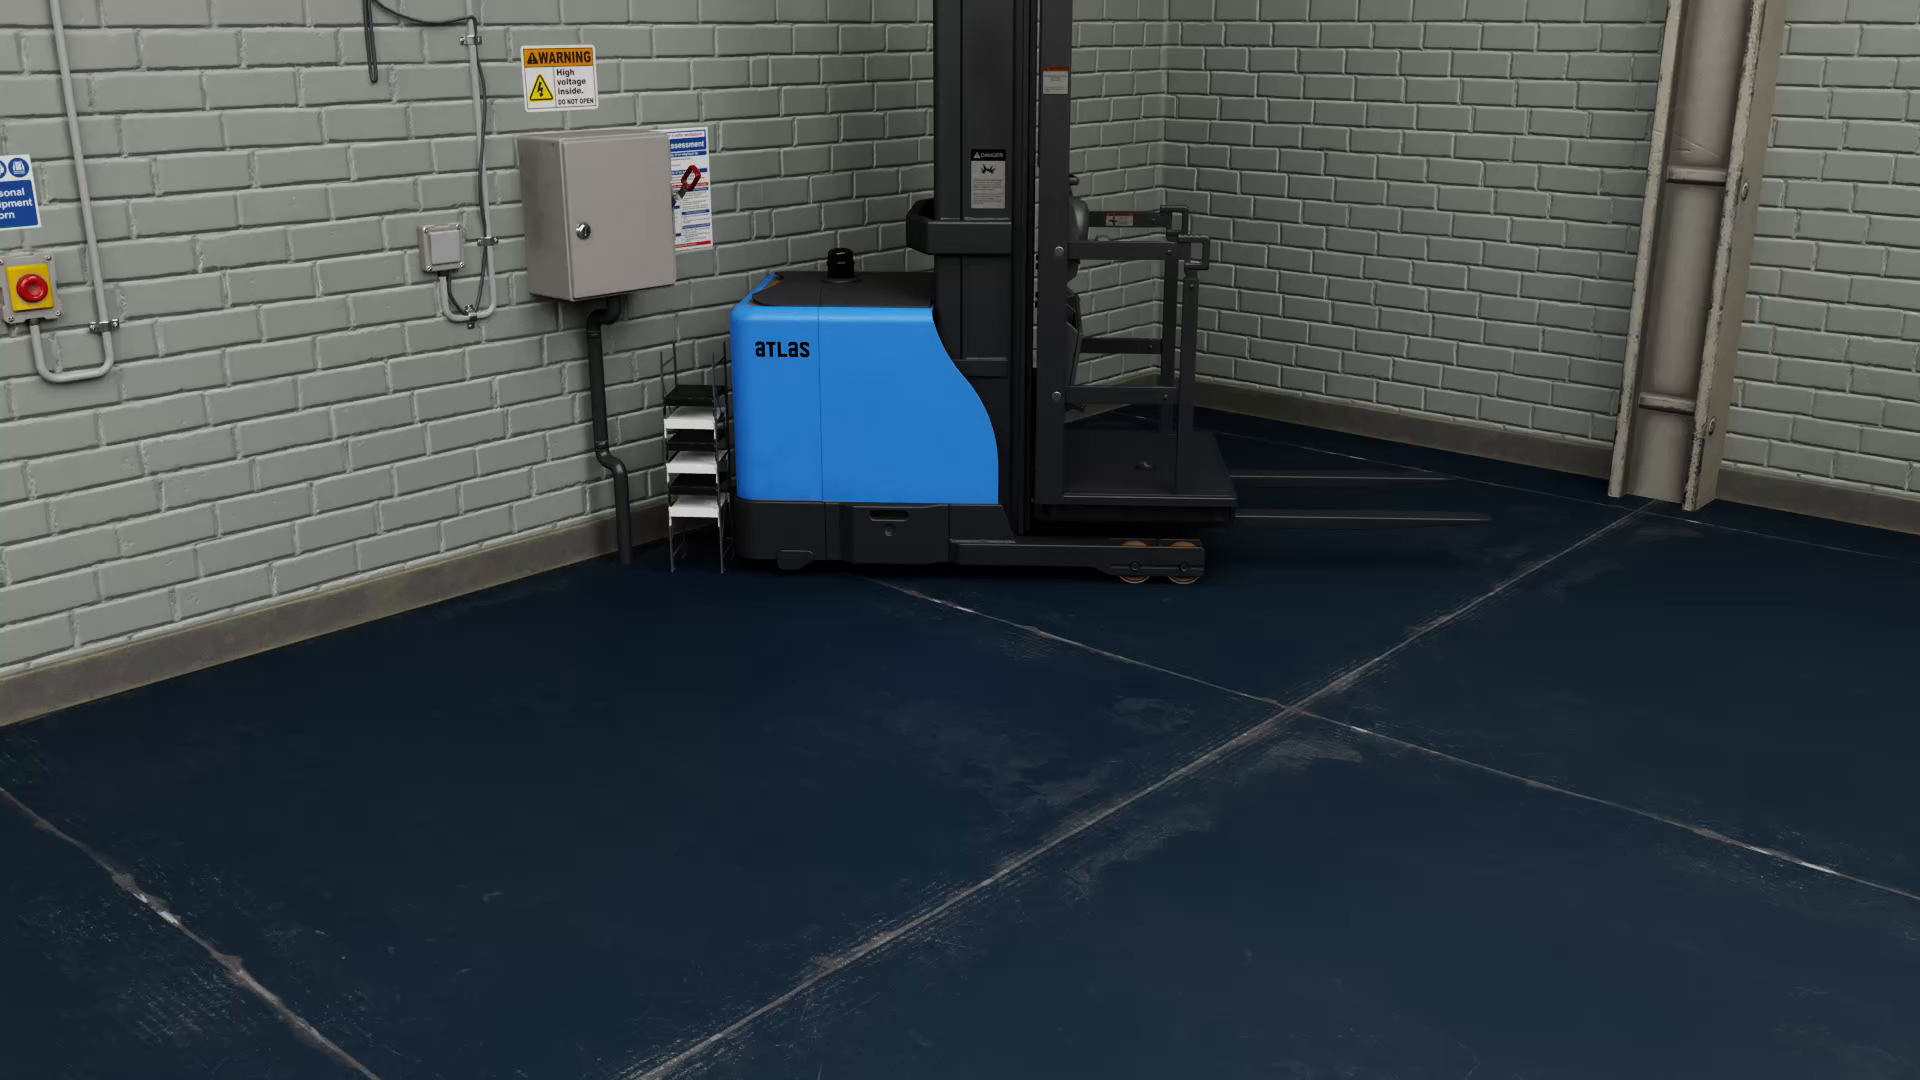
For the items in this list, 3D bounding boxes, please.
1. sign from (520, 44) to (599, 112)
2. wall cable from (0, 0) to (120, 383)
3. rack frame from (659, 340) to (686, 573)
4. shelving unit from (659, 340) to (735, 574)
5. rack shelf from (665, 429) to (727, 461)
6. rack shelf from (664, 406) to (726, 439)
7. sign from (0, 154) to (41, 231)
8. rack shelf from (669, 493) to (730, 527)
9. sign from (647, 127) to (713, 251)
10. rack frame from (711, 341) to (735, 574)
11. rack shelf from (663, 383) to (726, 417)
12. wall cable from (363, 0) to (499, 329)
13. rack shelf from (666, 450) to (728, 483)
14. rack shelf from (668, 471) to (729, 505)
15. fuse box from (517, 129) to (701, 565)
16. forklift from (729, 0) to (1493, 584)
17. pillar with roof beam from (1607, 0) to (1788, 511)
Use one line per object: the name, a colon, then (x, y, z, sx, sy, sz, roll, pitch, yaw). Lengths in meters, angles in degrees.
sign: (-1.522, -1.760, 6.334, 0.001, 0.242, 0.339, 15, 23, 39)
wall cable: (-2.834, -1.391, 4.804, 0.123, 1.953, 0.585, 15, 23, 39)
rack frame: (-1.151, -0.334, 6.675, 0.006, 0.900, 0.240, 1, 18, 4)
shelving unit: (-1.049, -0.331, 6.668, 0.210, 0.900, 0.258, 1, 18, 4)
rack shelf: (-1.049, -0.385, 6.651, 0.200, 0.077, 0.258, 1, 18, 4)
rack shelf: (-1.049, -0.471, 6.624, 0.200, 0.077, 0.258, 1, 18, 4)
sign: (-2.912, -1.022, 4.925, 0.001, 0.218, 0.327, 15, 23, 39)
rack shelf: (-1.049, -0.128, 6.733, 0.200, 0.077, 0.258, 1, 18, 4)
sign: (-1.158, -1.445, 6.865, 0.001, 0.494, 0.329, 15, 23, 39)
rack frame: (-0.948, -0.329, 6.661, 0.006, 0.900, 0.240, 1, 18, 4)
rack shelf: (-1.049, -0.557, 6.597, 0.200, 0.077, 0.258, 1, 18, 4)
wall cable: (-1.901, -1.699, 5.827, 0.122, 1.984, 0.588, 15, 23, 39)
rack shelf: (-1.049, -0.300, 6.679, 0.200, 0.077, 0.258, 1, 18, 4)
rack shelf: (-1.049, -0.214, 6.706, 0.200, 0.077, 0.258, 1, 18, 4)
fuse box: (-1.331, -0.723, 6.562, 0.414, 1.711, 0.539, 15, 23, 39)
forklift: (0.628, -1.387, 6.638, 3.031, 2.935, 1.130, 1, 18, 3)
pillar with roof beam: (0.415, -3.519, 3.324, 0.400, 9.000, 9.100, 15, 23, 39)
